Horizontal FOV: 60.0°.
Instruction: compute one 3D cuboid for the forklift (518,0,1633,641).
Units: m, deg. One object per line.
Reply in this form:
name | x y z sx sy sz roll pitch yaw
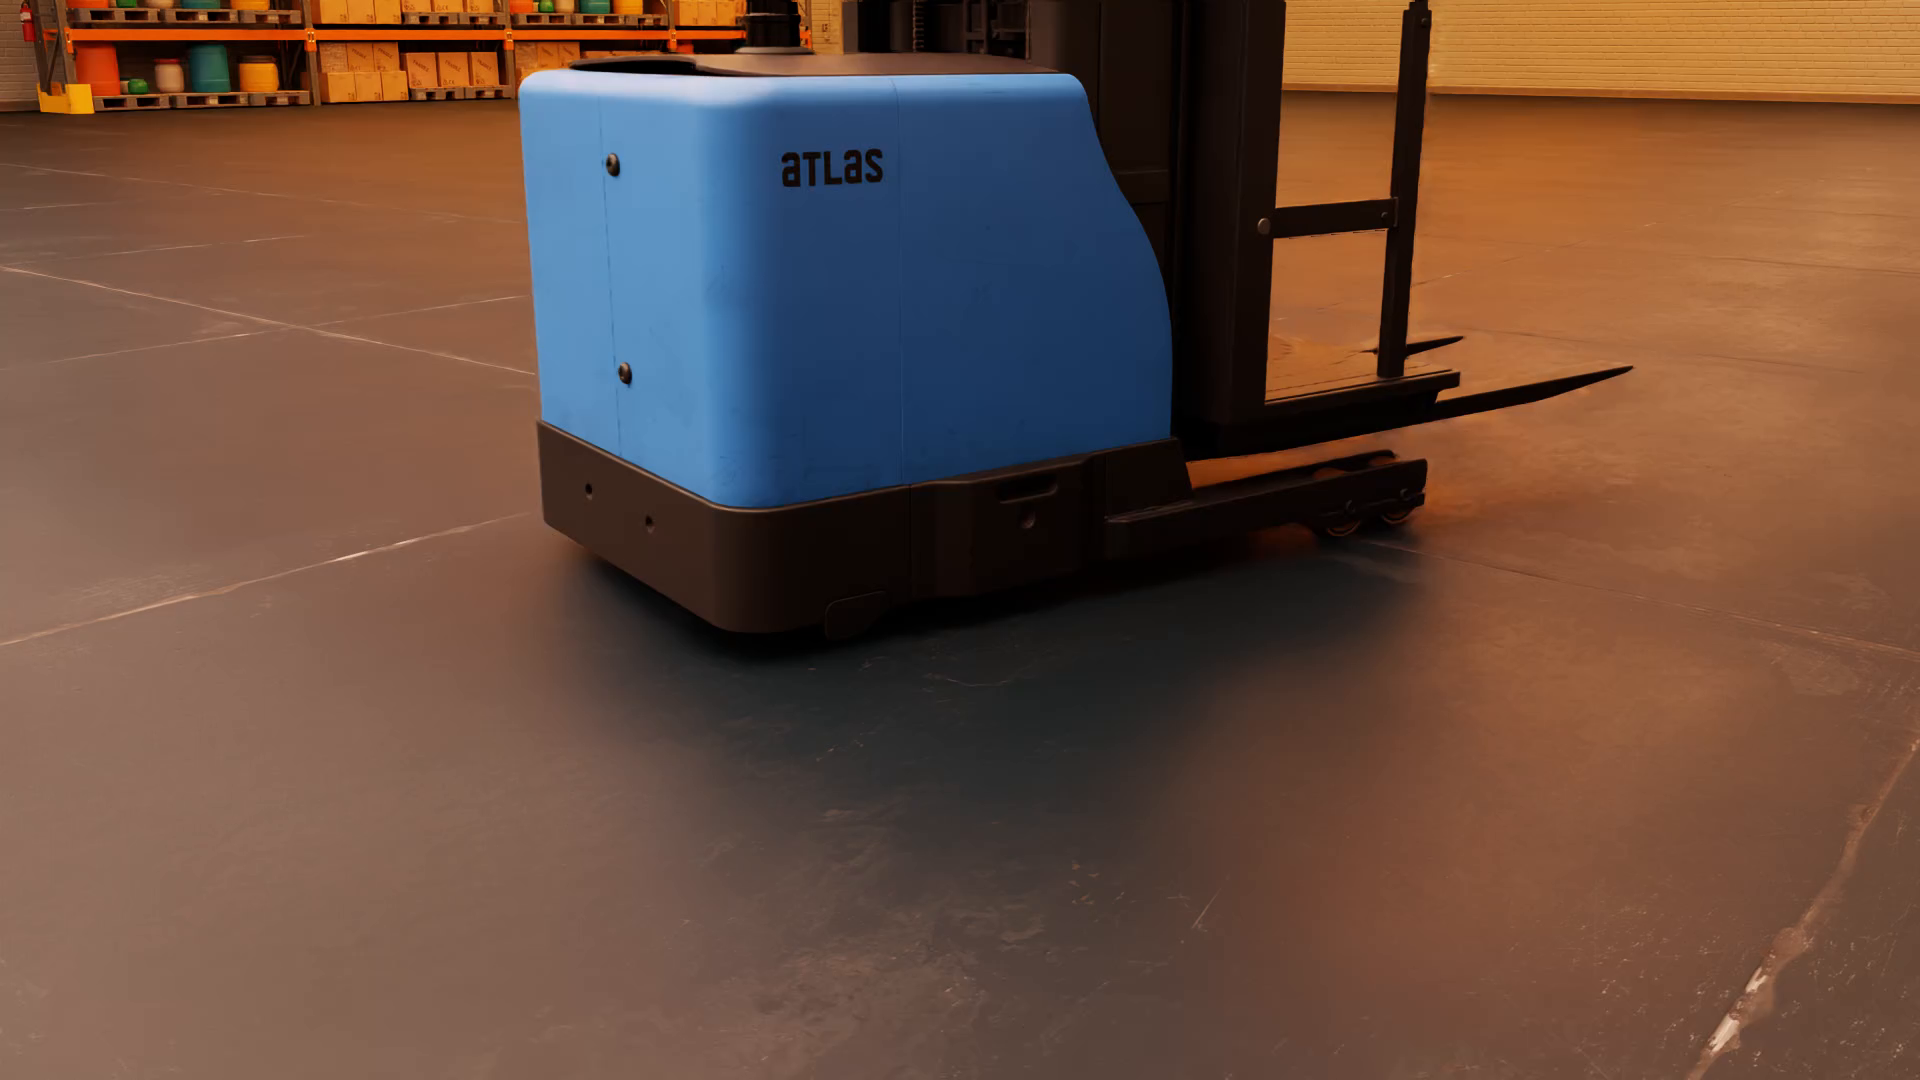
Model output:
forklift | 0.532 -1.522 3.911 3.031 2.935 1.130 -12 20 -33
